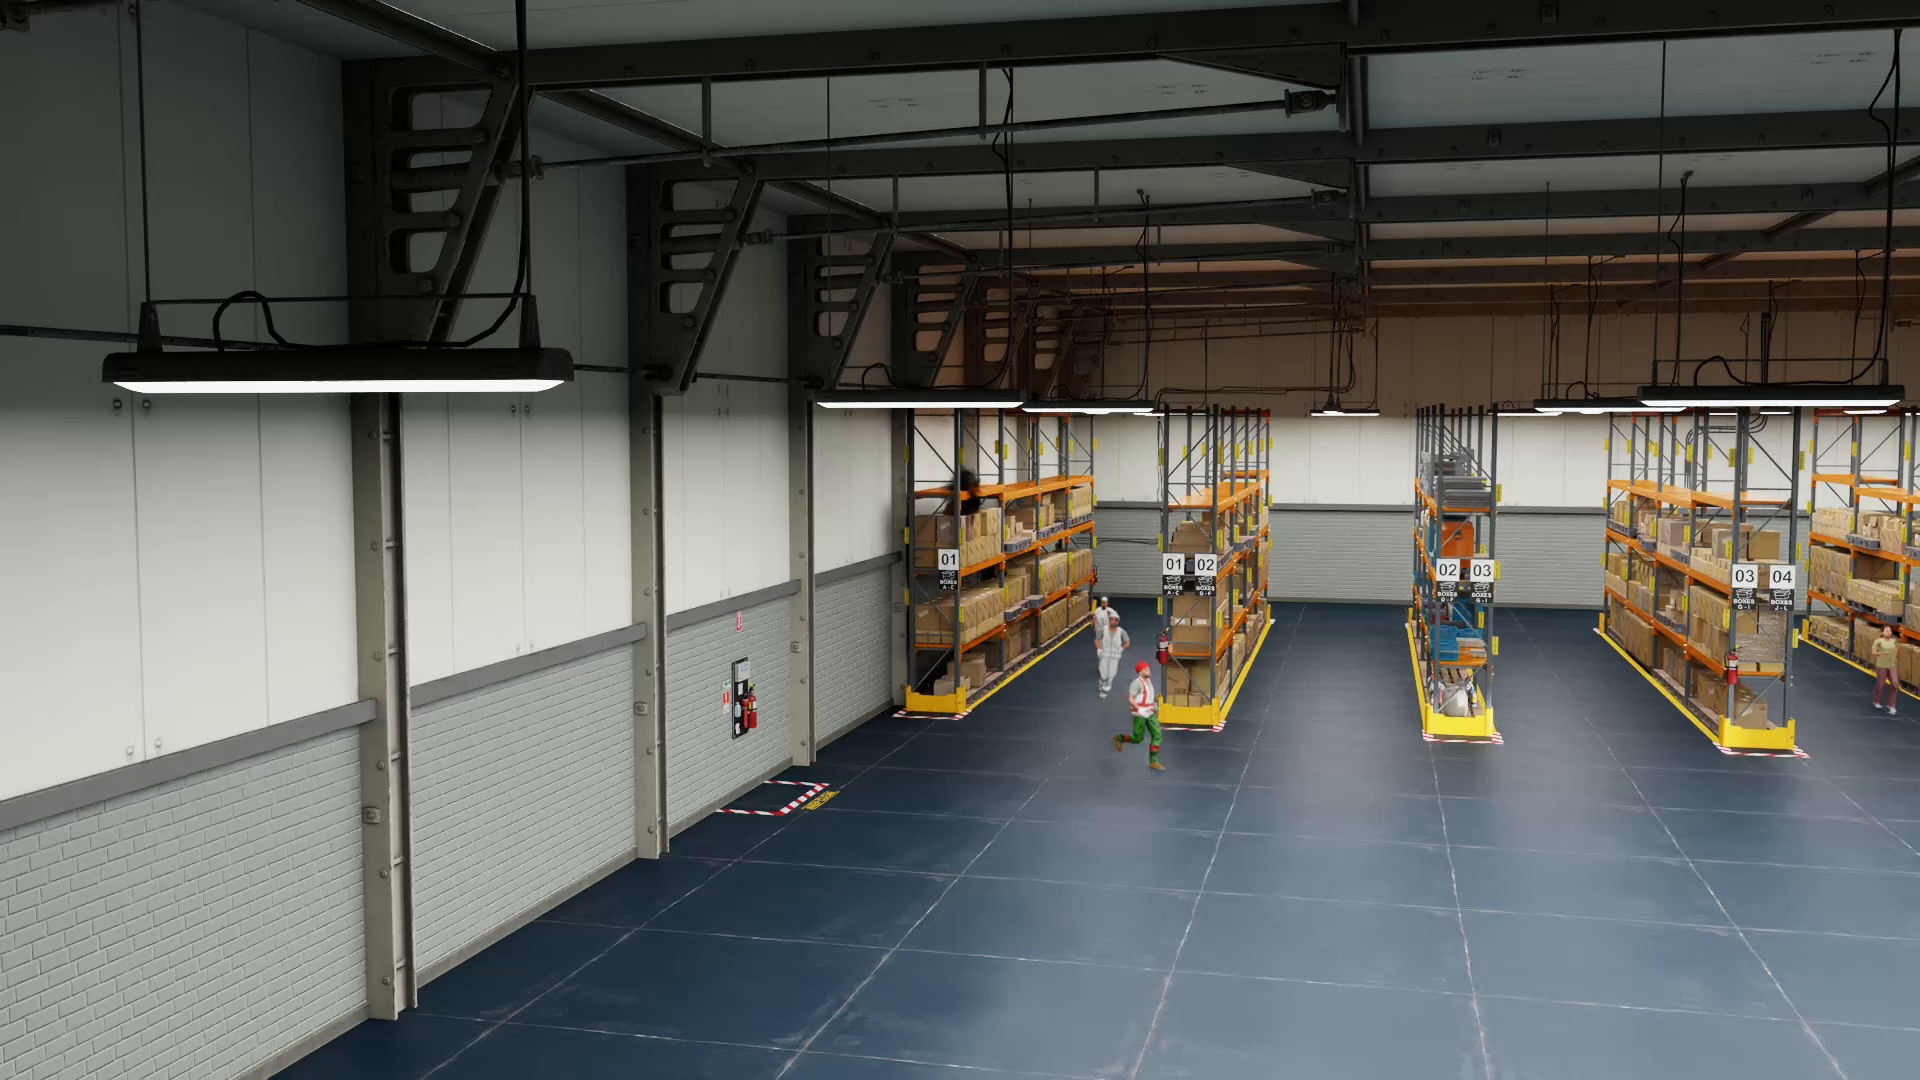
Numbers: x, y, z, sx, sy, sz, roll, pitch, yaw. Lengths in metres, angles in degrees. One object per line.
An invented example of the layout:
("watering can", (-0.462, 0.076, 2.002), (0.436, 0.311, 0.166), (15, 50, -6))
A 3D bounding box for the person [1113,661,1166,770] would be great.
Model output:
("person", (2.982, 2.873, 27.408), (0.962, 1.754, 0.645), (4, 6, 42))

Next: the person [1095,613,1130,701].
("person", (2.923, 2.254, 31.947), (0.672, 1.711, 0.503), (0, 4, 4))

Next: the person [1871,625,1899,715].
("person", (18.072, 2.513, 32.476), (0.562, 1.714, 0.728), (1, 4, 8))

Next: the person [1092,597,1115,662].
("person", (3.320, 2.129, 38.222), (0.618, 1.648, 0.719), (1, 4, 13))

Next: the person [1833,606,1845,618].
("person", (23.441, 1.681, 44.143), (0.795, 1.798, 0.805), (4, 6, 43))
